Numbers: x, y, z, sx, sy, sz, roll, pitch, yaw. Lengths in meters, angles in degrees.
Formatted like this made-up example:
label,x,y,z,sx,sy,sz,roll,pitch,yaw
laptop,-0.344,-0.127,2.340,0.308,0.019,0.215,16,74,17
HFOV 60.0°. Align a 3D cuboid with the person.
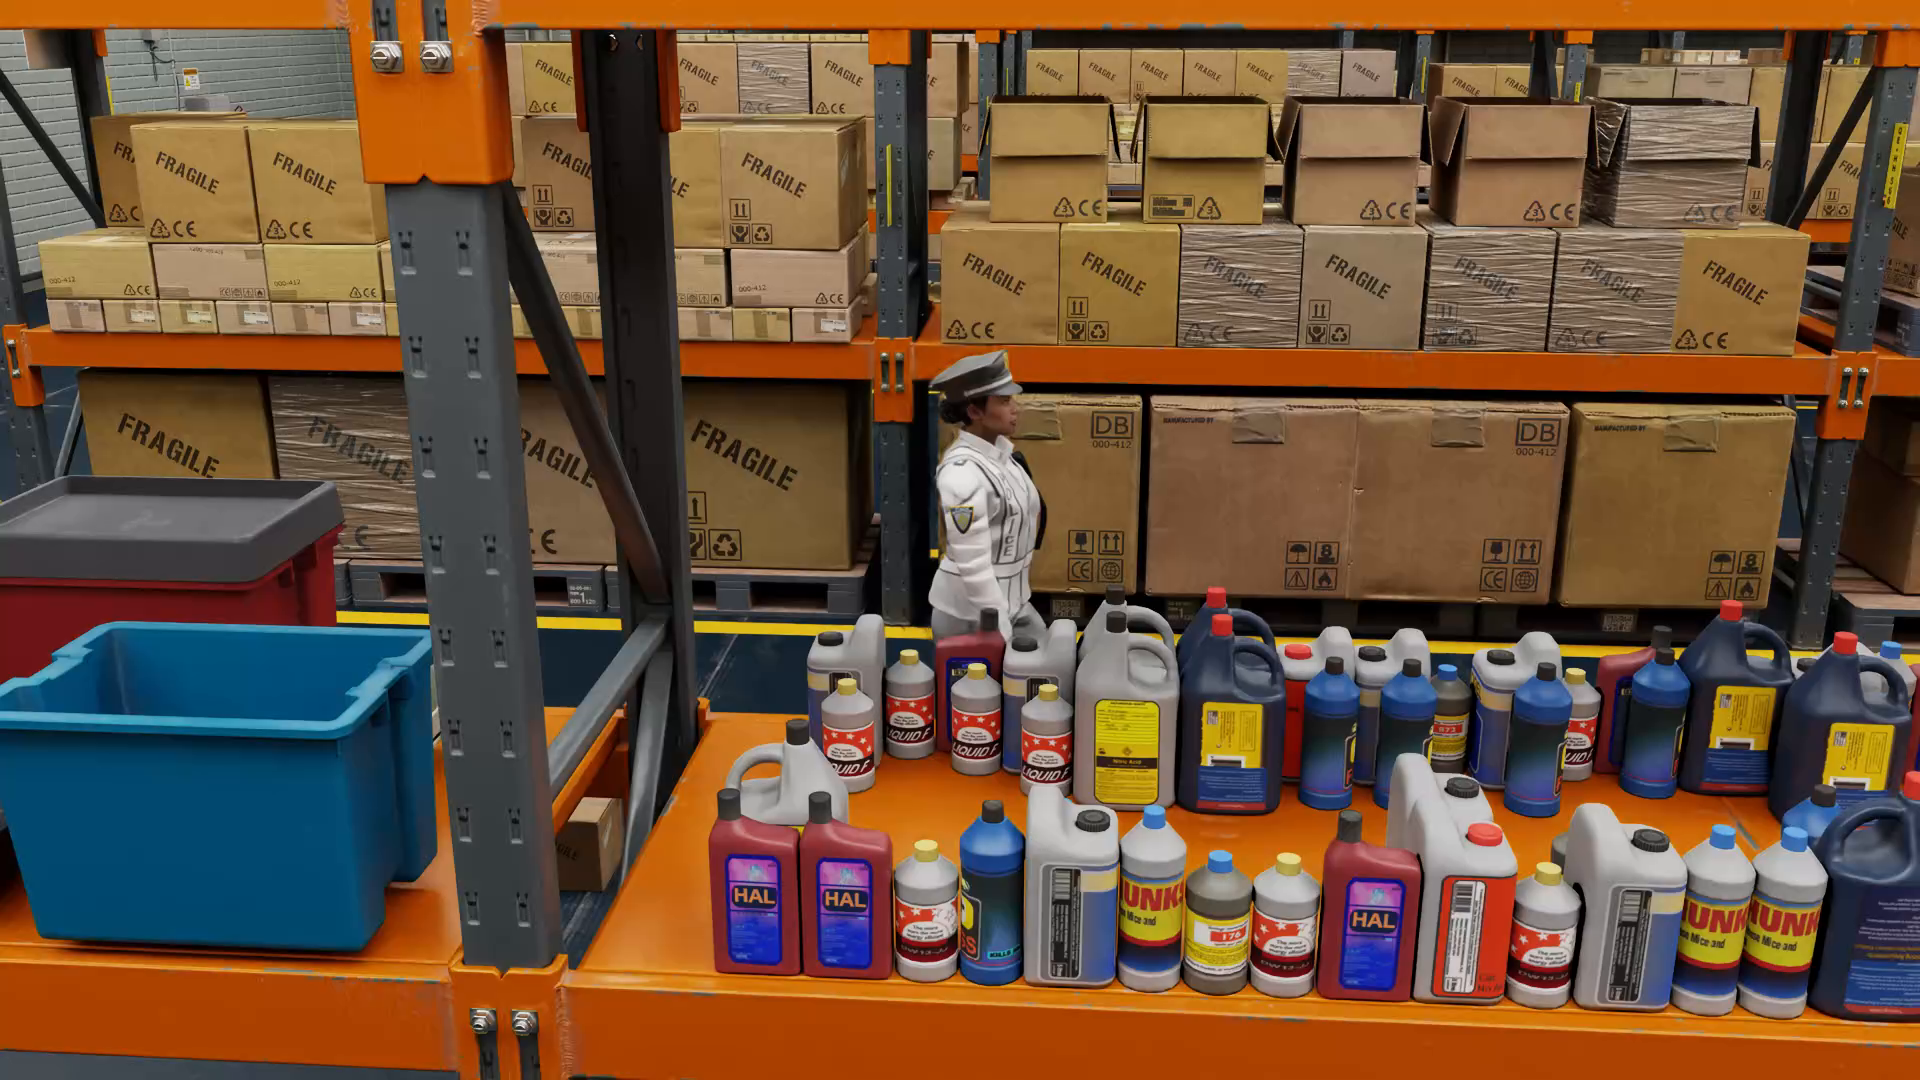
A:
label,x,y,z,sx,sy,sz,roll,pitch,yaw
person,0.099,0.260,5.194,0.484,1.740,0.518,6,19,19
